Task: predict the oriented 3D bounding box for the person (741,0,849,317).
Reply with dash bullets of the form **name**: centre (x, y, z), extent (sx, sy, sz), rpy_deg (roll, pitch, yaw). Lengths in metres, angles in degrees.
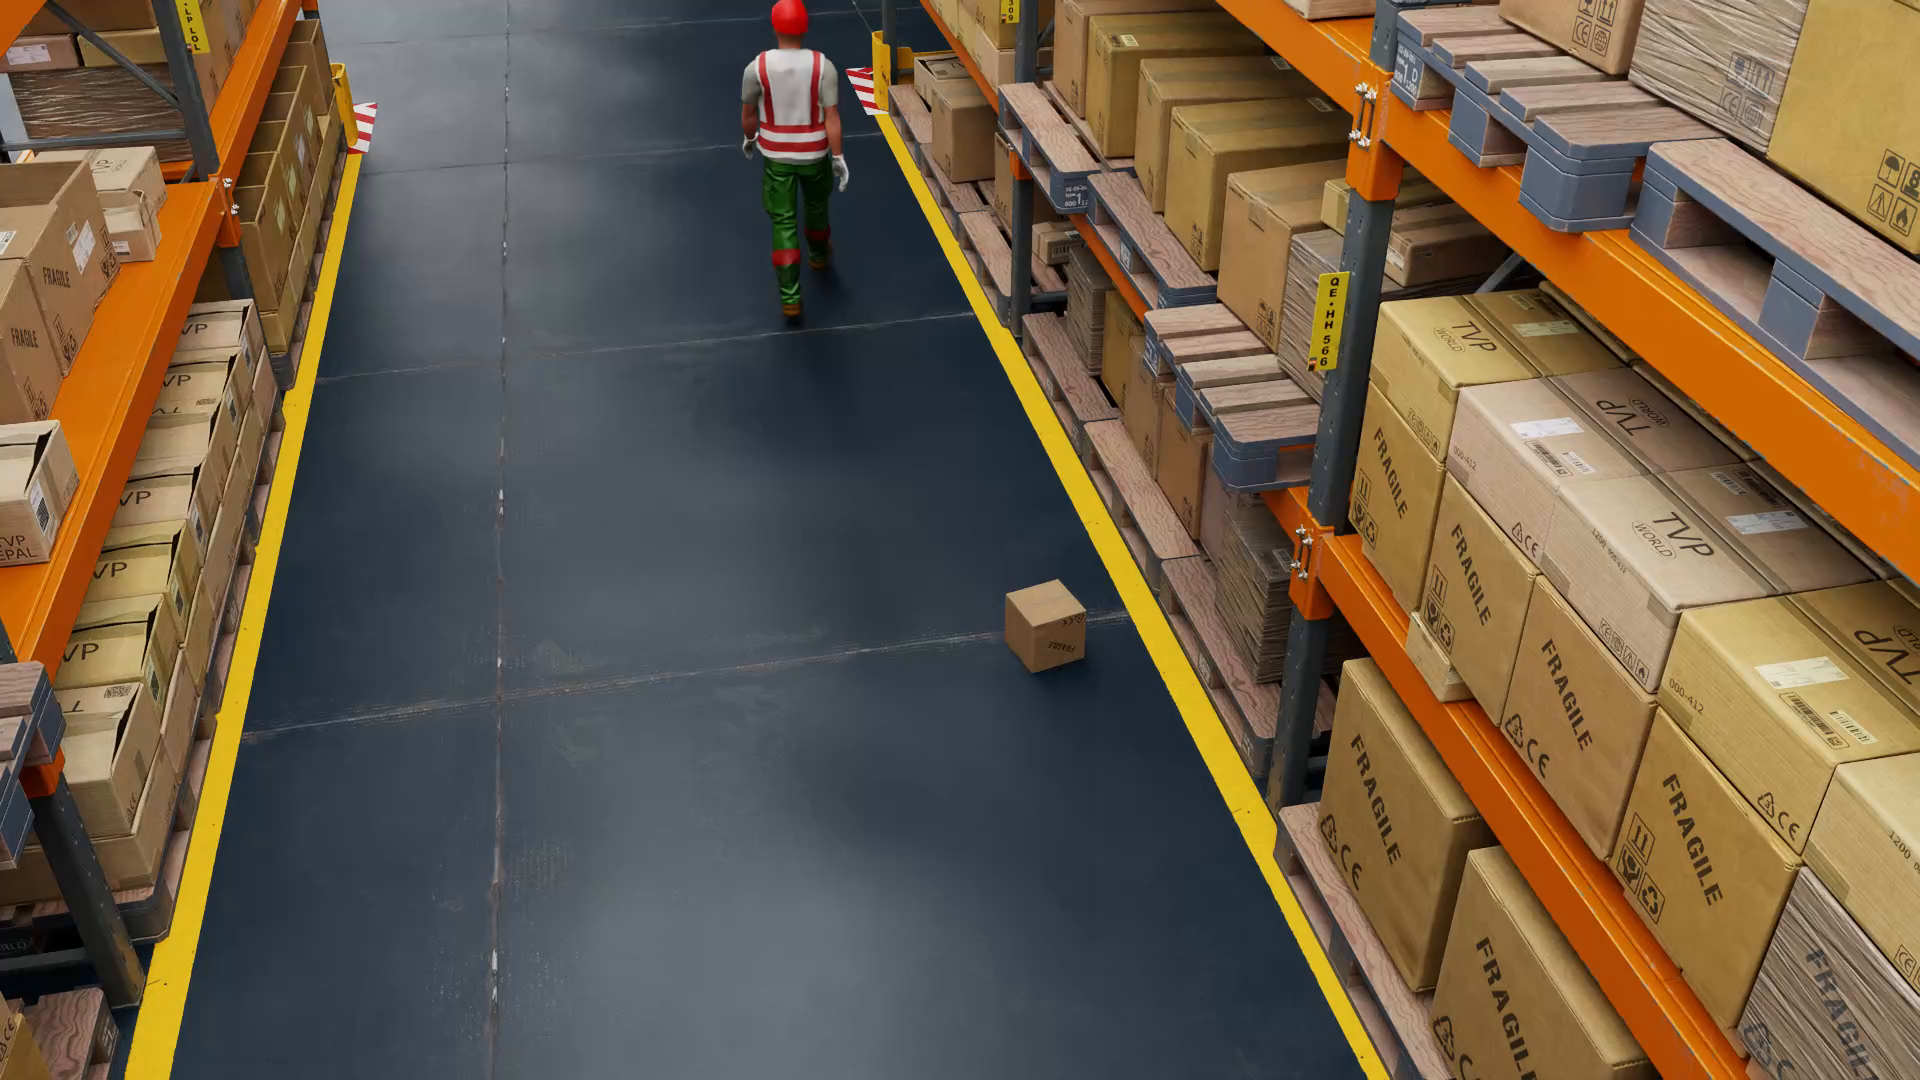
- **person**: centre (-0.941, -2.236, 9.432), extent (0.584, 1.742, 1.014), rpy_deg (-4, 34, -6)
